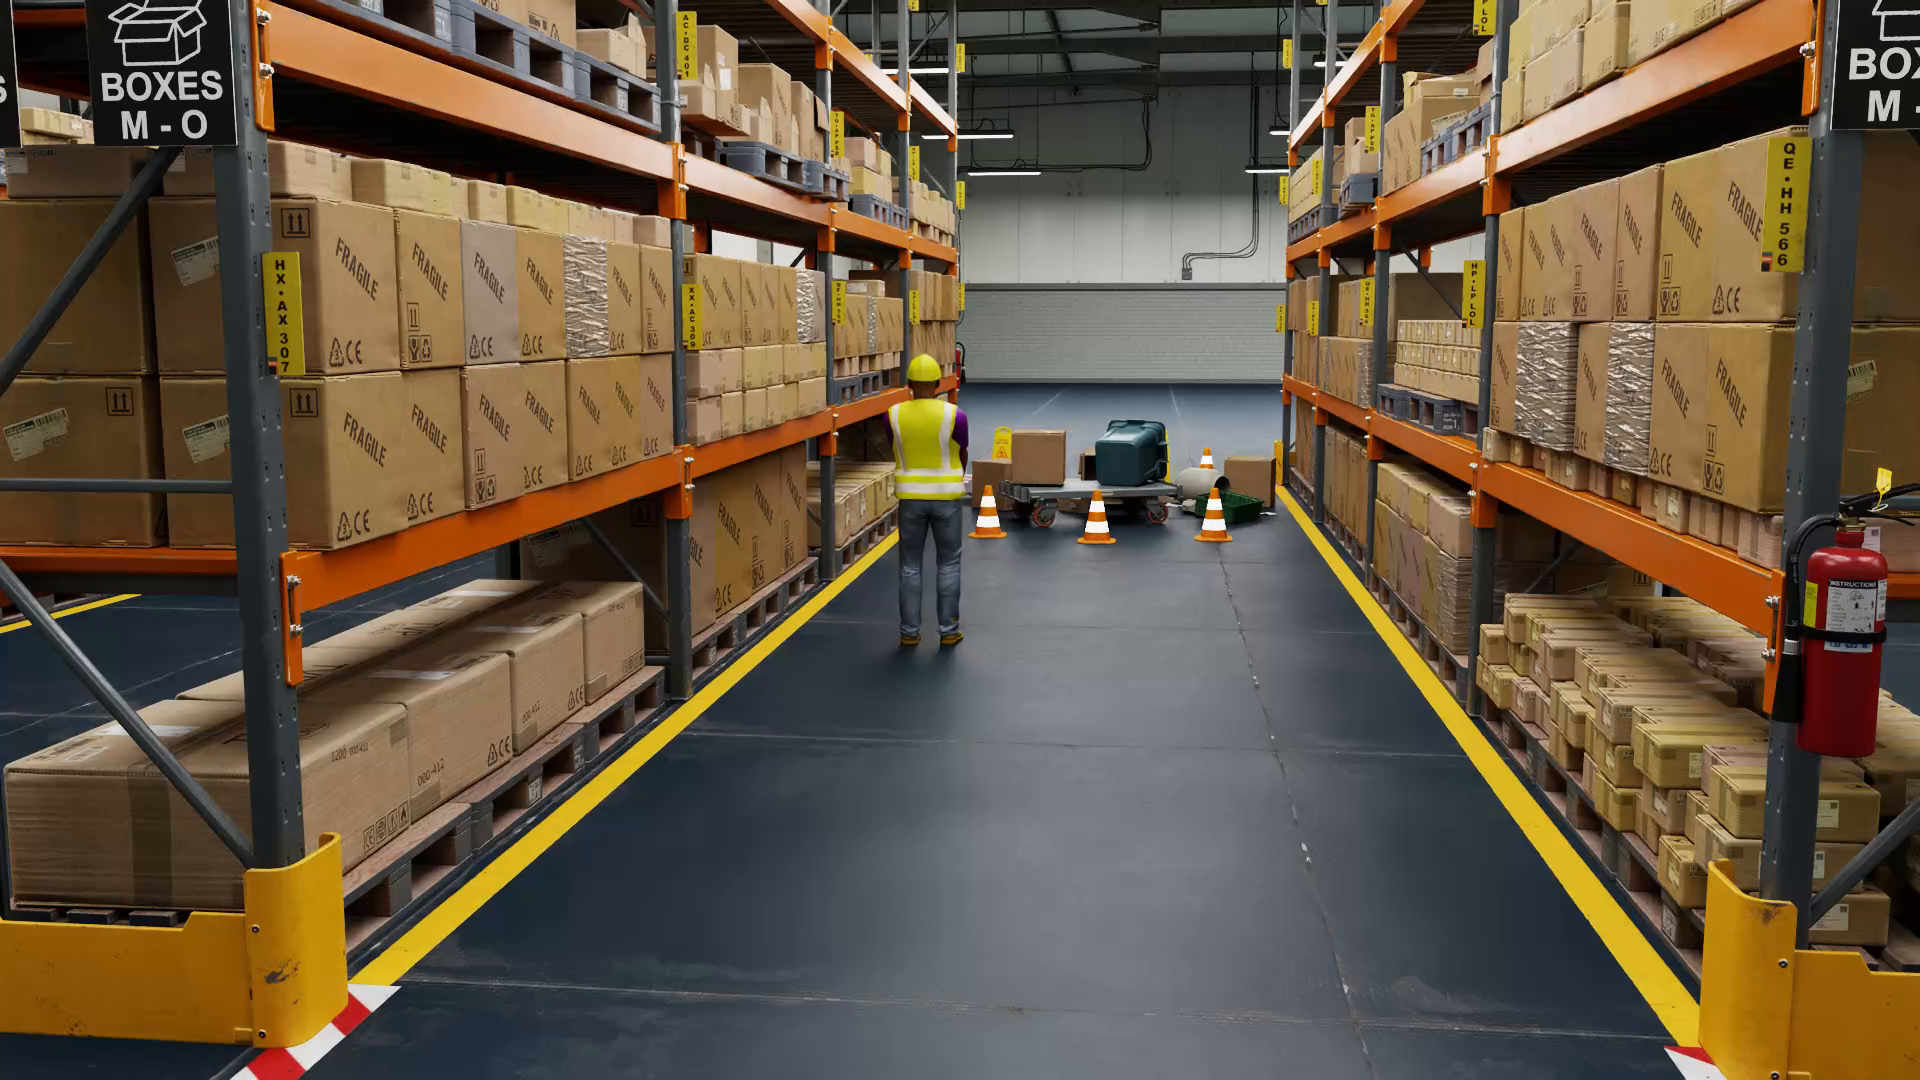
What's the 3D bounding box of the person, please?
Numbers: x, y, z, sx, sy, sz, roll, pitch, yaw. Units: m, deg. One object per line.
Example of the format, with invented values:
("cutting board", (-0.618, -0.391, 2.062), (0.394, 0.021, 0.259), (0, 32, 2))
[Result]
("person", (-0.186, -0.252, 10.125), (0.503, 1.760, 0.577), (1, 8, 7))
